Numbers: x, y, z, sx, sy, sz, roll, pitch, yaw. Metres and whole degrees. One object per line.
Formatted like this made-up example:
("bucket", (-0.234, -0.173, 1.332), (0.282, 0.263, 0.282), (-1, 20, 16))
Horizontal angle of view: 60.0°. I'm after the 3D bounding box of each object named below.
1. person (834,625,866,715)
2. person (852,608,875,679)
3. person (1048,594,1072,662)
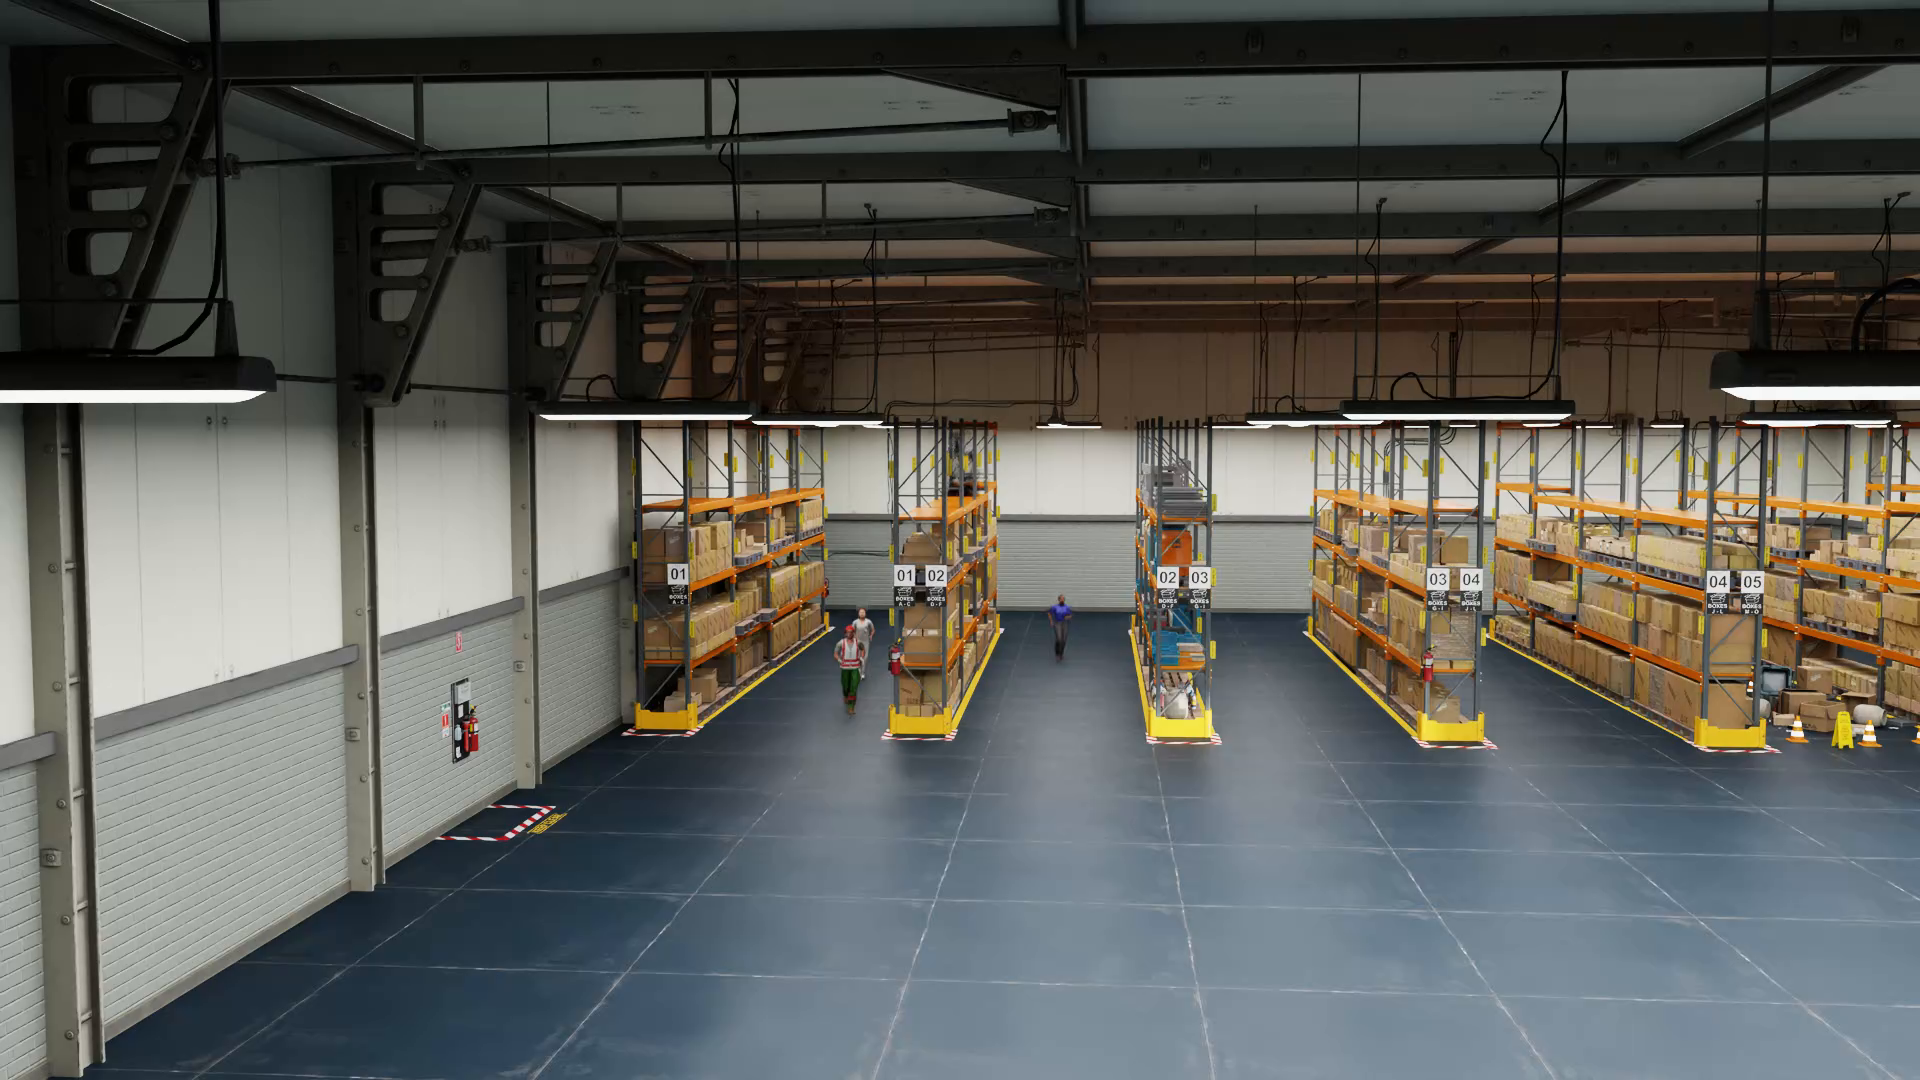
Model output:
("person", (-2.236, 2.623, 33.876), (0.658, 1.779, 0.928), (0, 4, -7))
("person", (-2.257, 2.386, 38.649), (0.565, 1.619, 0.641), (0, 4, -2))
("person", (2.513, 2.210, 41.382), (0.542, 1.677, 0.716), (-1, 4, -12))
